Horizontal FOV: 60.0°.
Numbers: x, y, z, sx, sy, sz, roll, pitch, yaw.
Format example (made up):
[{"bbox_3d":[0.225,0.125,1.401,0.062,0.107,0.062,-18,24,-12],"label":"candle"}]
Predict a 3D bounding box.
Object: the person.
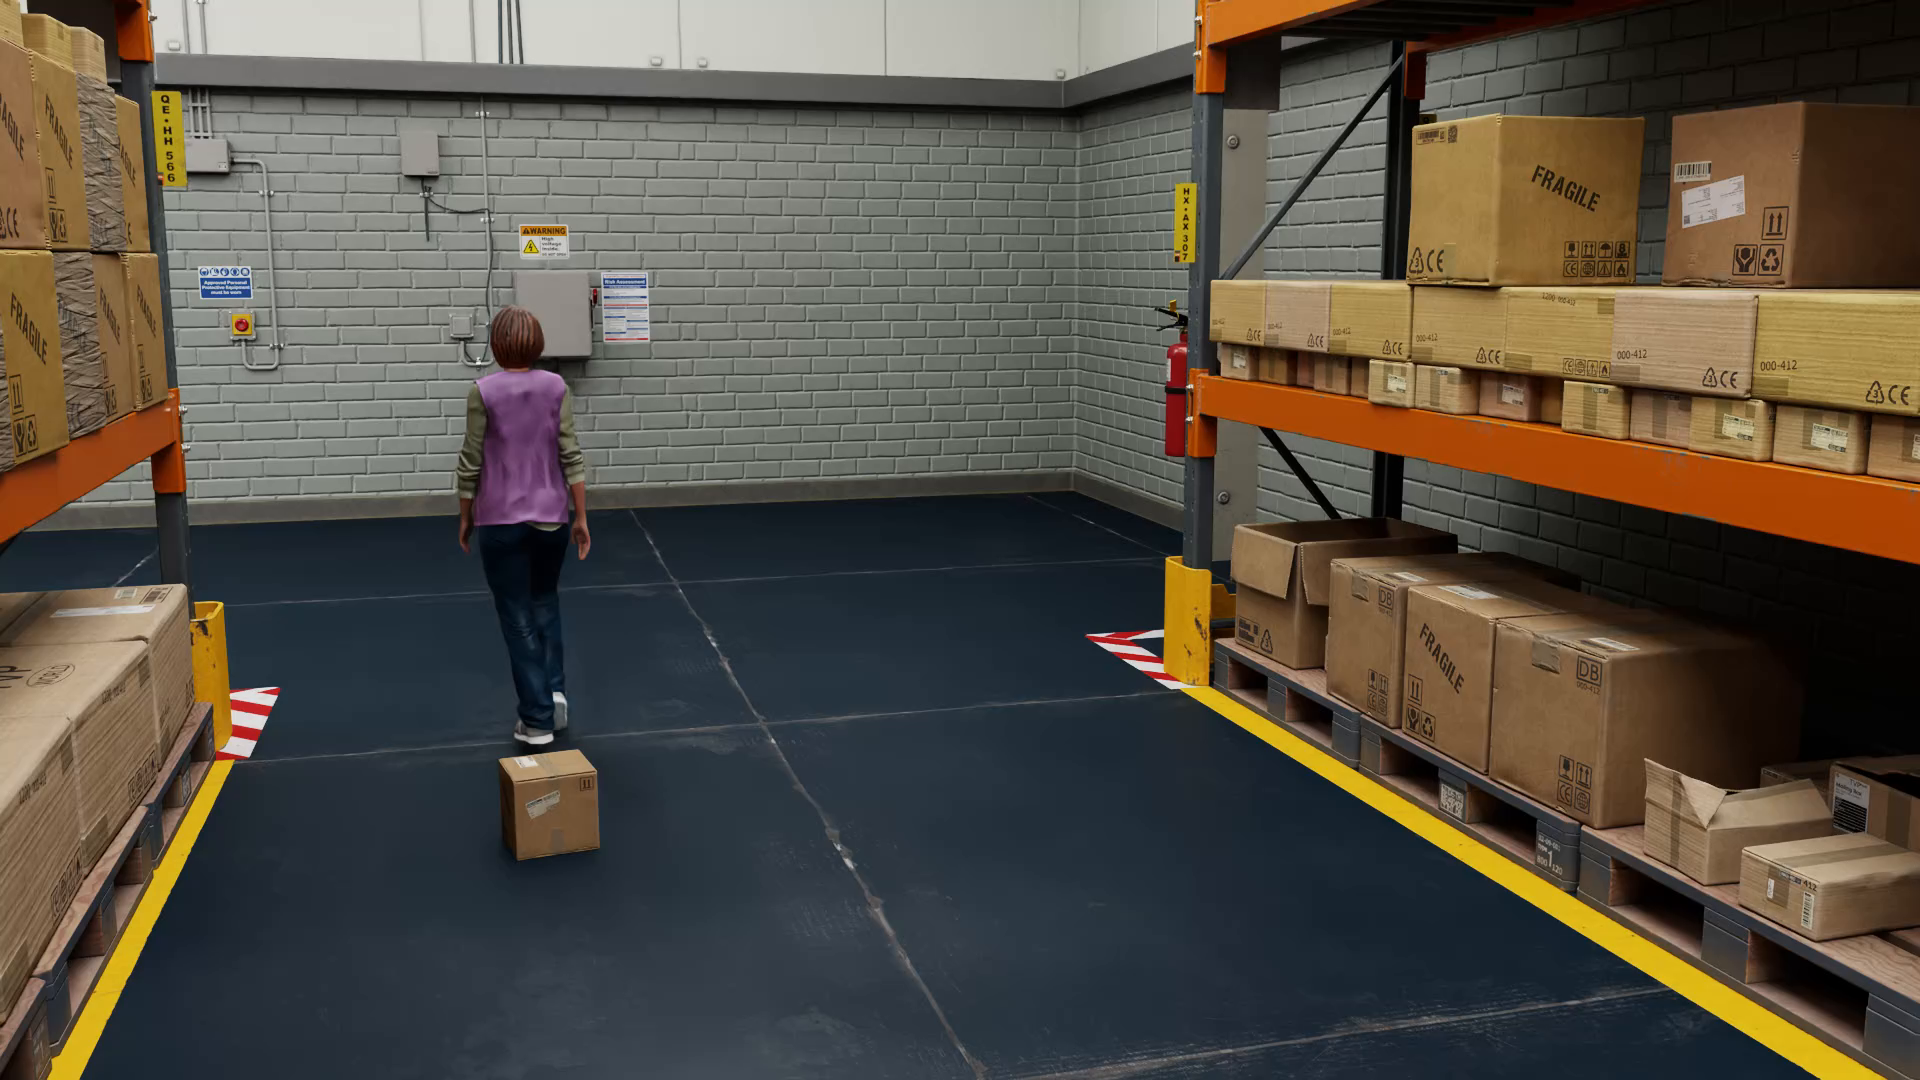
[{"bbox_3d":[-1.600,-0.026,6.073,0.430,1.628,0.490,-7,11,-34],"label":"person"}]
